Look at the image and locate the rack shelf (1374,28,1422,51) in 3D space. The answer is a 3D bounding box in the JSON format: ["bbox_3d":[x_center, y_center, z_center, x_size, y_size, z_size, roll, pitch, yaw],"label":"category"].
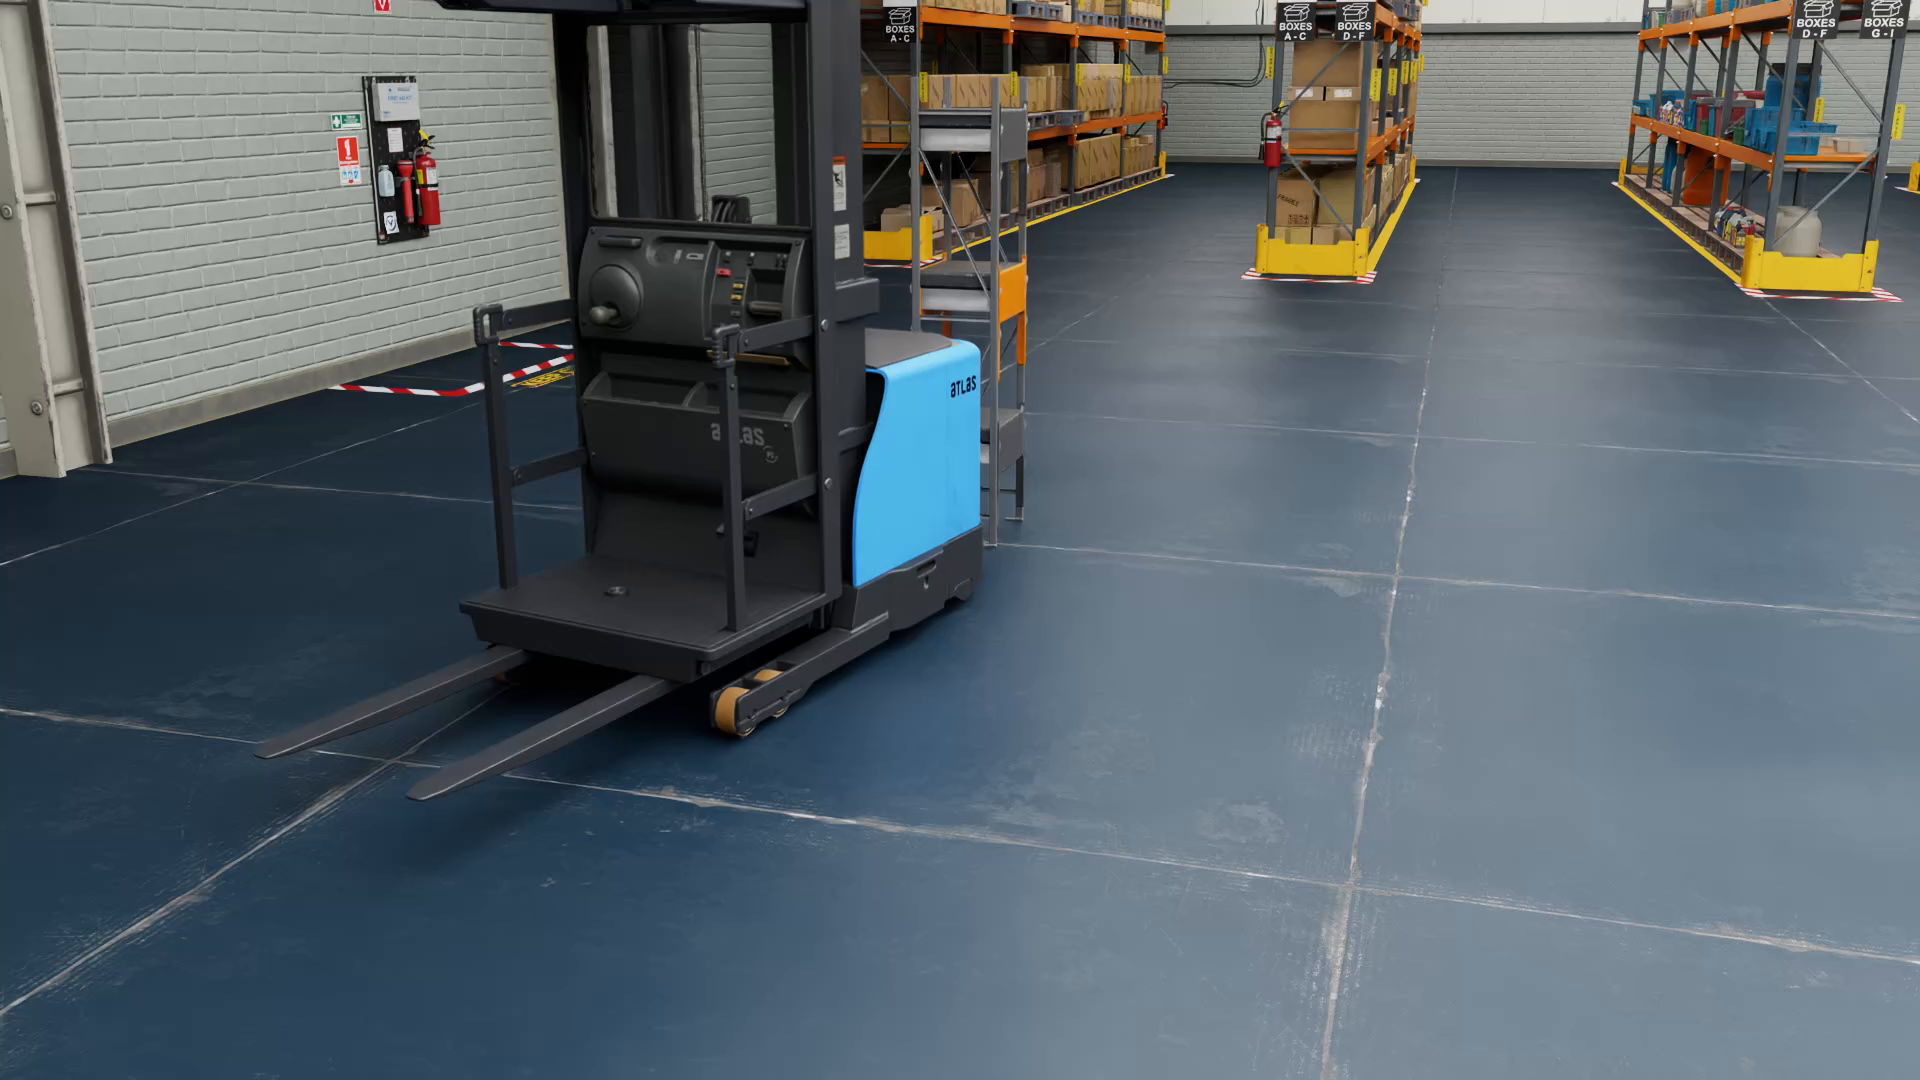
[{"bbox_3d":[7.793,-9.110,30.271,1.077,0.370,4.000,5,16,16],"label":"rack shelf"}]

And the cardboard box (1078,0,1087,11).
[{"bbox_3d":[1.690,-8.947,27.388,0.700,0.500,0.500,6,17,19],"label":"cardboard box"}]

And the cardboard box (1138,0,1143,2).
[{"bbox_3d":[3.085,-10.154,30.583,0.500,0.500,0.500,4,16,15],"label":"cardboard box"}]

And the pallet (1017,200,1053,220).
[{"bbox_3d":[0.765,-4.962,24.937,1.003,0.211,1.213,5,16,16],"label":"pallet"}]

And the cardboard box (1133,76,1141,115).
[{"bbox_3d":[2.856,-8.348,31.215,0.980,0.700,0.700,4,16,14],"label":"cardboard box"}]

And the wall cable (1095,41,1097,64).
[{"bbox_3d":[3.067,-9.816,35.079,0.084,1.984,1.851,5,16,16],"label":"wall cable"}]

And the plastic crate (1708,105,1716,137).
[{"bbox_3d":[9.714,-5.316,21.105,0.392,0.384,0.575,5,16,16],"label":"plastic crate"}]

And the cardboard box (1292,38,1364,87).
[{"bbox_3d":[3.974,-5.157,17.954,0.700,0.500,0.500,5,16,16],"label":"cardboard box"}]

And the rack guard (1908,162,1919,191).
[{"bbox_3d":[17.865,-6.570,30.078,1.175,0.500,0.348,5,16,16],"label":"rack guard"}]

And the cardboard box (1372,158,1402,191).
[{"bbox_3d":[6.925,-5.954,27.099,0.500,0.500,0.500,4,16,14],"label":"cardboard box"}]

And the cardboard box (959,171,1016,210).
[{"bbox_3d":[0.393,-4.983,23.674,0.700,0.500,0.500,5,17,18],"label":"cardboard box"}]

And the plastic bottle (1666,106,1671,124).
[{"bbox_3d":[11.146,-6.650,26.006,0.152,0.276,0.135,5,16,16],"label":"plastic bottle"}]

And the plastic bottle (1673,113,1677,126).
[{"bbox_3d":[10.851,-6.369,25.150,0.097,0.201,0.097,0,16,0],"label":"plastic bottle"}]

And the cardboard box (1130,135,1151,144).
[{"bbox_3d":[3.574,-7.925,32.896,0.380,0.149,0.250,5,17,17],"label":"cardboard box"}]

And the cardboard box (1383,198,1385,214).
[{"bbox_3d":[5.594,-4.631,22.930,0.500,0.250,0.500,4,16,14],"label":"cardboard box"}]

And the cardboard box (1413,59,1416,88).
[{"bbox_3d":[7.921,-8.389,29.895,0.500,0.500,0.500,4,16,14],"label":"cardboard box"}]

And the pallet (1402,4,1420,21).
[{"bbox_3d":[5.980,-7.611,24.014,1.213,0.211,1.003,5,17,18],"label":"pallet"}]

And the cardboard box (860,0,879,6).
[{"bbox_3d":[-1.061,-6.363,19.048,0.500,0.500,0.500,6,17,20],"label":"cardboard box"}]

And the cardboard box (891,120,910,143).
[{"bbox_3d":[-0.493,-4.774,19.400,0.500,0.250,0.500,4,16,14],"label":"cardboard box"}]

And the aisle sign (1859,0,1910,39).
[{"bbox_3d":[8.823,-5.174,15.810,0.394,0.787,0.004,5,16,16],"label":"aisle sign"}]

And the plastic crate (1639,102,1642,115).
[{"bbox_3d":[12.349,-7.716,29.731,0.416,0.233,0.300,5,16,16],"label":"plastic crate"}]

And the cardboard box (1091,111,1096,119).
[{"bbox_3d":[2.078,-7.185,28.088,0.380,0.149,0.250,5,17,16],"label":"cardboard box"}]

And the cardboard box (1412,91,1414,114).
[{"bbox_3d":[8.060,-8.048,30.523,0.500,0.500,0.500,4,16,15],"label":"cardboard box"}]

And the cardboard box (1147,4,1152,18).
[{"bbox_3d":[3.367,-10.055,31.608,0.500,0.250,0.500,4,16,14],"label":"cardboard box"}]

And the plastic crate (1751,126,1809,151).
[{"bbox_3d":[8.607,-4.217,17.472,0.499,0.251,0.408,5,16,16],"label":"plastic crate"}]

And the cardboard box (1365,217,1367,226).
[{"bbox_3d":[4.461,-3.614,19.344,0.500,0.250,0.500,5,16,16],"label":"cardboard box"}]

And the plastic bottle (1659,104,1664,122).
[{"bbox_3d":[11.421,-6.950,27.051,0.061,0.283,0.133,5,16,16],"label":"plastic bottle"}]

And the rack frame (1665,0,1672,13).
[{"bbox_3d":[11.972,-9.990,26.561,1.000,3.000,0.127,5,16,16],"label":"rack frame"}]

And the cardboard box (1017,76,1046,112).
[{"bbox_3d":[0.880,-6.634,24.733,0.700,0.500,0.500,5,16,16],"label":"cardboard box"}]

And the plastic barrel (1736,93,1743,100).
[{"bbox_3d":[10.748,-5.826,22.667,0.421,0.512,0.421,0,16,0],"label":"plastic barrel"}]

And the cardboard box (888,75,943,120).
[{"bbox_3d":[-0.513,-5.133,19.293,0.500,0.500,0.500,5,16,16],"label":"cardboard box"}]

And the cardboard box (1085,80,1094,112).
[{"bbox_3d":[1.878,-7.270,27.200,0.500,0.500,0.500,5,17,18],"label":"cardboard box"}]

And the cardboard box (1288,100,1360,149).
[{"bbox_3d":[3.959,-4.519,18.082,0.700,0.500,0.500,5,16,16],"label":"cardboard box"}]

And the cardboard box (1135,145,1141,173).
[{"bbox_3d":[3.078,-7.325,31.969,0.700,0.500,0.500,5,17,17],"label":"cardboard box"}]

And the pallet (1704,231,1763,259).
[{"bbox_3d":[9.468,-3.497,19.773,1.003,0.211,1.213,5,16,16],"label":"pallet"}]

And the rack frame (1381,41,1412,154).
[{"bbox_3d":[7.224,-7.489,28.737,1.000,3.000,0.127,5,16,16],"label":"rack frame"}]

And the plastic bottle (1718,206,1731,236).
[{"bbox_3d":[9.072,-3.770,19.671,0.144,0.351,0.185,5,17,17],"label":"plastic bottle"}]

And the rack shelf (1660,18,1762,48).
[{"bbox_3d":[11.404,-7.678,25.224,1.077,0.370,4.000,5,16,16],"label":"rack shelf"}]

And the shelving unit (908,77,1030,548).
[{"bbox_3d":[0.047,-1.053,7.696,0.431,2.100,0.503,5,16,16],"label":"shelving unit"}]

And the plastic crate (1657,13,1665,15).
[{"bbox_3d":[11.925,-8.730,27.920,0.416,0.233,0.300,5,16,16],"label":"plastic crate"}]

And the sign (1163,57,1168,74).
[{"bbox_3d":[4.127,-9.544,33.426,0.100,0.325,0.005,5,16,16],"label":"sign"}]

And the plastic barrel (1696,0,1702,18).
[{"bbox_3d":[10.454,-7.497,23.063,0.421,0.512,0.421,0,16,0],"label":"plastic barrel"}]

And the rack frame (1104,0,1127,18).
[{"bbox_3d":[2.474,-10.759,29.269,1.000,3.000,0.127,5,16,16],"label":"rack frame"}]

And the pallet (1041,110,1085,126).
[{"bbox_3d":[1.237,-6.539,25.738,1.213,0.211,1.003,5,16,16],"label":"pallet"}]

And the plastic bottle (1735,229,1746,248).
[{"bbox_3d":[8.664,-3.345,18.447,0.097,0.201,0.097,0,16,0],"label":"plastic bottle"}]

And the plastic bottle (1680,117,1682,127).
[{"bbox_3d":[10.592,-6.130,24.308,0.097,0.201,0.097,0,16,0],"label":"plastic bottle"}]

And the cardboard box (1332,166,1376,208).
[{"bbox_3d":[4.875,-4.368,20.628,0.500,0.500,0.500,5,16,16],"label":"cardboard box"}]

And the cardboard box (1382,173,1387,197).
[{"bbox_3d":[5.600,-4.900,22.851,0.500,0.311,0.500,4,16,14],"label":"cardboard box"}]

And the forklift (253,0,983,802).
[{"bbox_3d":[-1.043,-0.895,5.615,1.130,2.935,3.031,8,18,27],"label":"forklift"}]

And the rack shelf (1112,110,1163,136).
[{"bbox_3d":[3.042,-8.050,32.031,1.077,0.370,4.000,5,16,16],"label":"rack shelf"}]

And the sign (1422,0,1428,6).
[{"bbox_3d":[8.887,-10.357,31.726,0.100,0.325,0.005,5,16,16],"label":"sign"}]

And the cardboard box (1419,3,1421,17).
[{"bbox_3d":[8.318,-9.862,30.965,0.500,0.250,0.500,5,16,16],"label":"cardboard box"}]

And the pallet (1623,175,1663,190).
[{"bbox_3d":[12.837,-6.597,30.699,1.003,0.211,1.213,5,16,16],"label":"pallet"}]

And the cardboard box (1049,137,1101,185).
[{"bbox_3d":[1.927,-6.405,28.083,0.750,0.750,0.750,5,16,16],"label":"cardboard box"}]

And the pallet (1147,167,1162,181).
[{"bbox_3d":[3.458,-7.362,33.399,1.003,0.211,1.213,5,16,16],"label":"pallet"}]
